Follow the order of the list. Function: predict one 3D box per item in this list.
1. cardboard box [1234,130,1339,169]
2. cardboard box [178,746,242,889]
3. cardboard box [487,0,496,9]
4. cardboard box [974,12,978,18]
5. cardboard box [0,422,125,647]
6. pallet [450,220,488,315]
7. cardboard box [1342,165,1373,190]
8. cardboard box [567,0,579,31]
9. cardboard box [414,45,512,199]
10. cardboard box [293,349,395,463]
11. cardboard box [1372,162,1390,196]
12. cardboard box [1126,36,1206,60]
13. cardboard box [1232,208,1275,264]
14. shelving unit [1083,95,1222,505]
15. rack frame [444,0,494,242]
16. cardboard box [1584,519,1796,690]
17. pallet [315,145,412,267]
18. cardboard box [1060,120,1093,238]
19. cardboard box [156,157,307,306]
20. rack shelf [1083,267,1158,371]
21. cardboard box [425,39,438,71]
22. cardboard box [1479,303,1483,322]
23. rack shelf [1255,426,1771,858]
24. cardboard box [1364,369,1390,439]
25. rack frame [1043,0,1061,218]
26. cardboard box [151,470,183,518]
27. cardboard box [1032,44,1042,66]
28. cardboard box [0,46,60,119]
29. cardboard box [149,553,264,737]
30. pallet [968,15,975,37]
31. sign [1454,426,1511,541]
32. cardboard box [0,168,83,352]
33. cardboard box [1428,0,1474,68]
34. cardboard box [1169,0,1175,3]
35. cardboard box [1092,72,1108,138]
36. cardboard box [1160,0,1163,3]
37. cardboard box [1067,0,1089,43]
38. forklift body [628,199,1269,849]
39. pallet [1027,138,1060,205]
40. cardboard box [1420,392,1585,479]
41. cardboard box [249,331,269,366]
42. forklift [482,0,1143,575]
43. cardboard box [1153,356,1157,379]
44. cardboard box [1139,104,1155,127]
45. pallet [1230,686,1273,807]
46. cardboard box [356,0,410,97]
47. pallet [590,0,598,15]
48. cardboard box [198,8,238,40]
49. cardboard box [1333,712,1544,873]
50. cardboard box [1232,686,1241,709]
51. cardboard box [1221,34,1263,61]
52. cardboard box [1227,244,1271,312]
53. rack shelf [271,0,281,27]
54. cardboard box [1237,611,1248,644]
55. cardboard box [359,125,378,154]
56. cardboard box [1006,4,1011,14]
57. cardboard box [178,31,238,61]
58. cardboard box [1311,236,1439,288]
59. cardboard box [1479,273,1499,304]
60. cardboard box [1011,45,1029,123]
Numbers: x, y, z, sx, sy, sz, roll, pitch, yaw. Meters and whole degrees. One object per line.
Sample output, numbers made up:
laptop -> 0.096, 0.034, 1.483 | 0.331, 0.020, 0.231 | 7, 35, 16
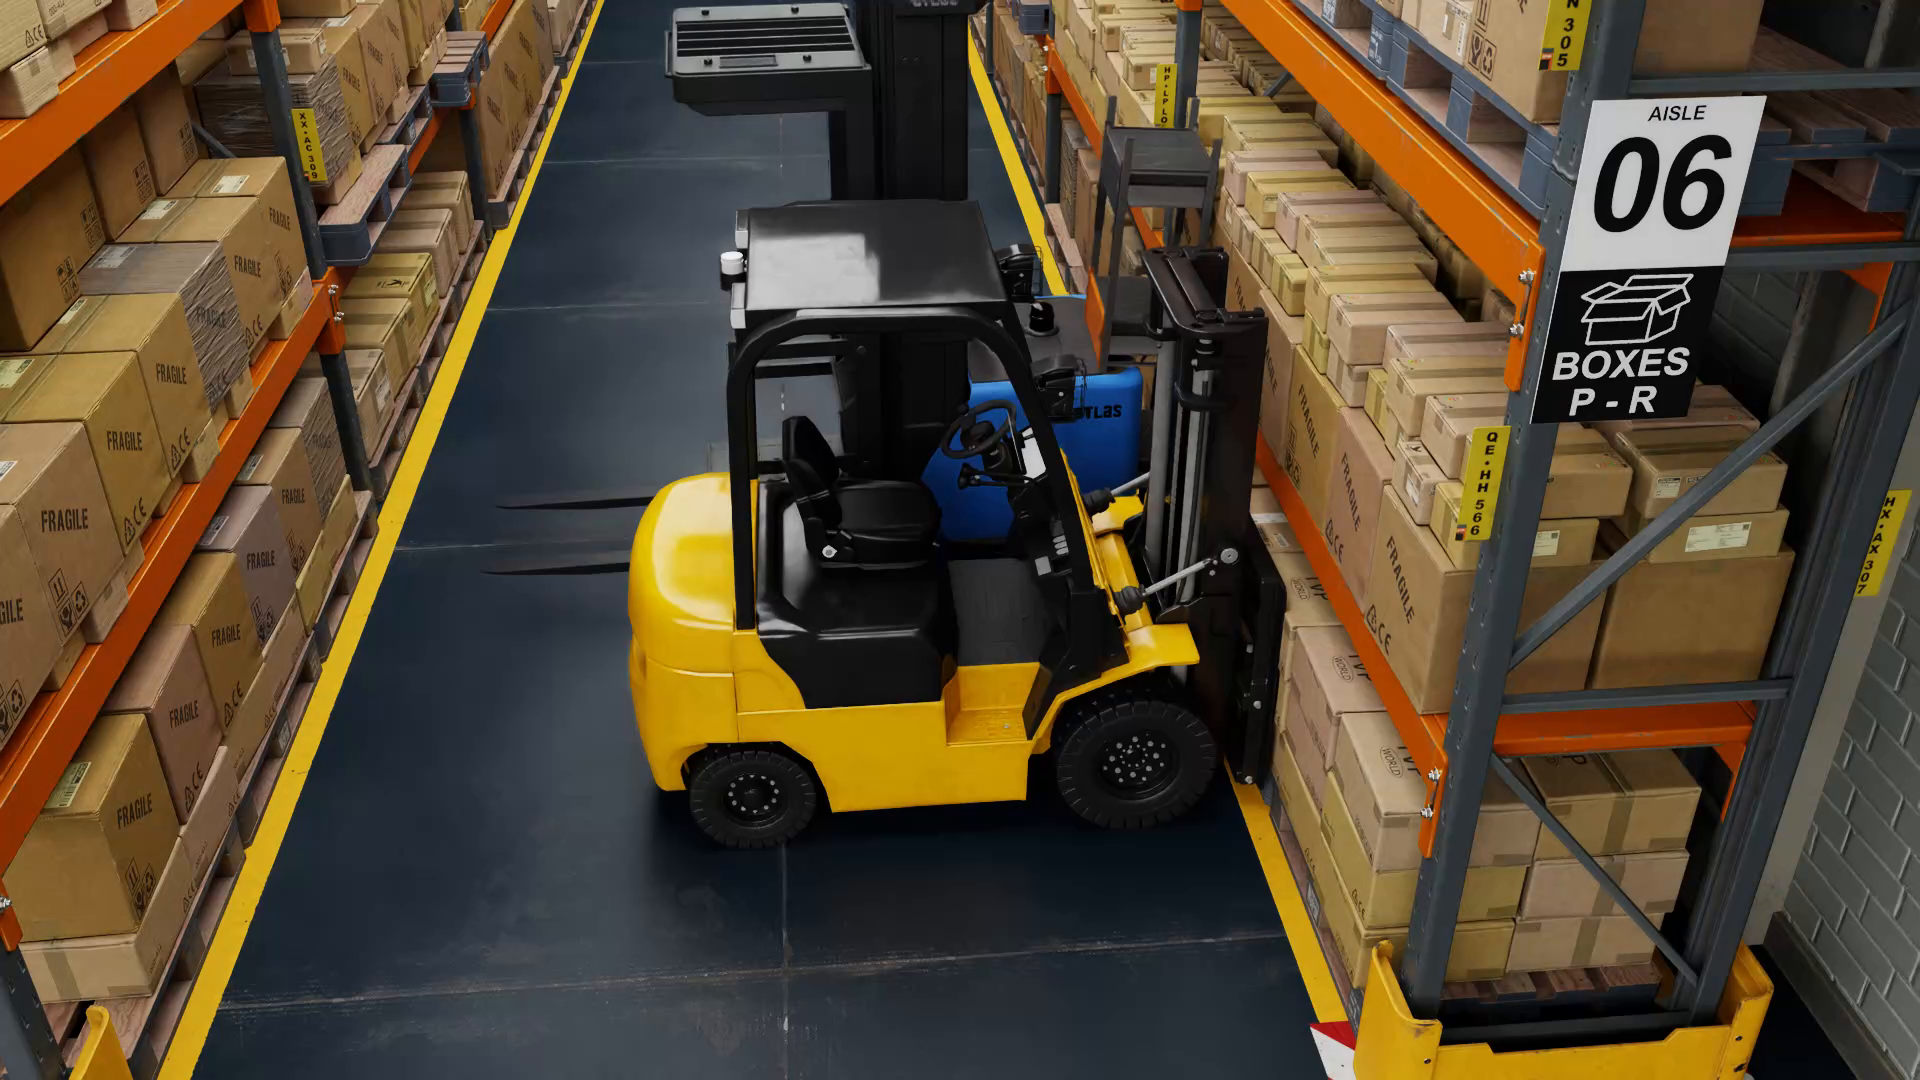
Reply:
cardboard box -> 1.371, -1.616, 7.010 | 0.380, 0.149, 0.250 | -3, 31, -6
cardboard box -> -2.918, 0.993, 5.933 | 0.500, 0.250, 0.500 | -2, 31, -3
cardboard box -> -3.730, -4.132, 12.389 | 0.500, 0.250, 0.500 | -2, 31, -3
cardboard box -> 0.469, -5.551, 16.647 | 0.700, 0.500, 0.500 | -4, 31, -6
cardboard box -> -2.898, -0.011, 4.955 | 0.500, 0.500, 0.500 | -2, 31, -3
pallet -> -3.754, -1.809, 11.073 | 1.003, 0.211, 1.213 | -3, 31, -5
cardboard box -> 1.850, -1.511, 7.124 | 0.380, 0.149, 0.250 | -2, 31, -3
cardboard box -> -4.236, -5.310, 16.304 | 0.875, 0.438, 0.875 | -4, 31, -6
cardboard box -> -3.808, -3.030, 12.060 | 0.875, 0.875, 0.875 | -3, 31, -5
cardboard box -> -3.503, -0.683, 8.621 | 0.950, 0.372, 0.625 | -2, 31, -4
cardboard box -> 1.926, -1.514, 6.839 | 0.380, 0.149, 0.250 | -3, 31, -6
cardboard box -> 1.105, -2.611, 8.966 | 0.380, 0.149, 0.250 | -3, 31, -6
cardboard box -> 1.308, -1.221, 6.639 | 0.380, 0.149, 0.250 | -3, 31, -5
shelving unit -> 0.802, -0.915, 7.601 | 0.431, 2.100, 0.503 | 0, 34, -5
rack frame -> -3.826, -3.405, 11.026 | 1.000, 3.000, 0.127 | -3, 31, -5
cardboard box -> 2.094, 0.130, 5.009 | 0.500, 0.500, 0.500 | -2, 31, -3
pallet -> -3.379, -1.678, 8.321 | 1.003, 0.211, 1.213 | -3, 31, -5
cardboard box -> 1.161, -2.486, 11.394 | 0.875, 0.625, 0.625 | -2, 31, -3
cardboard box -> -3.163, -1.319, 7.145 | 0.500, 0.500, 0.500 | -4, 31, -6
rack shelf -> 0.802, -0.903, 7.609 | 0.431, 0.518, 0.480 | 0, 34, -5
cardboard box -> -3.380, -2.933, 10.070 | 0.380, 0.149, 0.250 | -4, 31, -7
cardboard box -> 2.040, -0.727, 5.812 | 0.380, 0.149, 0.250 | -2, 31, -3
rack shelf -> 1.676, -0.273, 6.483 | 1.077, 0.370, 4.000 | -3, 31, -5
cardboard box -> 1.523, -0.437, 5.326 | 0.380, 0.149, 0.250 | -3, 31, -5
rack frame -> 1.116, -3.645, 11.427 | 1.000, 3.000, 0.127 | -3, 31, -5
cardboard box -> -3.001, -0.194, 5.895 | 0.380, 0.149, 0.250 | -4, 31, -6
cardboard box -> 0.777, -3.809, 13.098 | 0.380, 0.149, 0.250 | -3, 31, -5
cardboard box -> -2.911, -1.345, 4.896 | 0.380, 0.149, 0.250 | -2, 31, -4
cardboard box -> -2.973, 0.397, 6.201 | 0.500, 0.500, 0.500 | -2, 31, -4
pallet -> 0.562, -5.465, 17.193 | 1.003, 0.211, 1.213 | -3, 31, -5
sign -> 1.322, -0.140, 4.200 | 0.100, 0.325, 0.005 | -3, 31, -5
cardboard box -> -3.442, -0.946, 5.547 | 0.700, 0.500, 0.500 | -3, 31, -5
cardboard box -> 1.484, -1.372, 4.435 | 0.380, 0.149, 0.250 | -4, 31, -6
cardboard box -> 1.486, -3.287, 10.098 | 0.380, 0.149, 0.250 | -3, 31, -5
cardboard box -> 1.058, -2.558, 9.753 | 0.500, 0.250, 0.500 | -2, 31, -3
cardboard box -> 1.018, -3.263, 10.058 | 0.380, 0.149, 0.250 | -2, 31, -4
cardboard box -> 0.960, -3.301, 10.510 | 0.500, 0.250, 0.500 | -2, 31, -3
forklift body -> -0.130, -0.077, 6.281 | 2.313, 2.155, 1.214 | -3, 31, -5
pallet -> 1.084, -2.831, 12.783 | 1.003, 0.211, 1.213 | -3, 31, -5
cardboard box -> 1.566, -0.307, 4.818 | 0.380, 0.149, 0.250 | -3, 31, -5
cardboard box -> -3.142, -0.842, 6.979 | 0.380, 0.149, 0.250 | -3, 31, -4
forklift -> -0.726, -1.204, 7.407 | 3.031, 2.935, 1.130 | -4, 31, -7
cardboard box -> 1.222, -0.770, 7.910 | 0.500, 0.250, 0.500 | -3, 31, -5
cardboard box -> 1.189, -1.991, 8.317 | 0.500, 0.250, 0.500 | -3, 31, -6
pallet -> 1.639, 0.627, 6.995 | 1.003, 0.211, 1.213 | -3, 31, -5
cardboard box -> -3.349, -2.737, 9.111 | 0.500, 0.500, 0.500 | -4, 31, -7
pallet -> -4.421, -5.888, 17.902 | 1.003, 0.211, 1.213 | -3, 31, -5
cardboard box -> -3.797, -2.568, 8.195 | 0.380, 0.149, 0.250 | -4, 31, -6
cardboard box -> 1.510, 0.790, 5.298 | 0.500, 0.250, 0.500 | -2, 31, -3
cardboard box -> 1.359, 0.441, 6.859 | 0.500, 0.250, 0.500 | -2, 31, -3
cardboard box -> 1.633, -2.638, 9.012 | 0.380, 0.149, 0.250 | -3, 31, -5
cardboard box -> 1.385, -0.883, 6.705 | 0.500, 0.500, 0.500 | -3, 31, -5
rack shelf -> -3.639, -3.363, 8.731 | 1.077, 0.370, 4.000 | -3, 31, -5
cardboard box -> 1.358, 0.217, 6.746 | 0.500, 0.250, 0.500 | -3, 31, -5
cardboard box -> -3.289, -2.135, 8.734 | 0.380, 0.149, 0.250 | -2, 31, -4
cardboard box -> 0.614, -4.739, 14.654 | 0.380, 0.149, 0.250 | -4, 31, -6
cardboard box -> -3.771, -2.192, 8.197 | 0.500, 0.500, 0.500 | -3, 31, -4
cardboard box -> 1.471, -0.965, 5.920 | 0.380, 0.149, 0.250 | -2, 31, -4
cardboard box -> 2.031, -0.860, 5.744 | 0.380, 0.149, 0.250 | -3, 31, -6
cardboard box -> 0.707, -3.745, 13.623 | 0.500, 0.500, 0.500 | -4, 31, -6
